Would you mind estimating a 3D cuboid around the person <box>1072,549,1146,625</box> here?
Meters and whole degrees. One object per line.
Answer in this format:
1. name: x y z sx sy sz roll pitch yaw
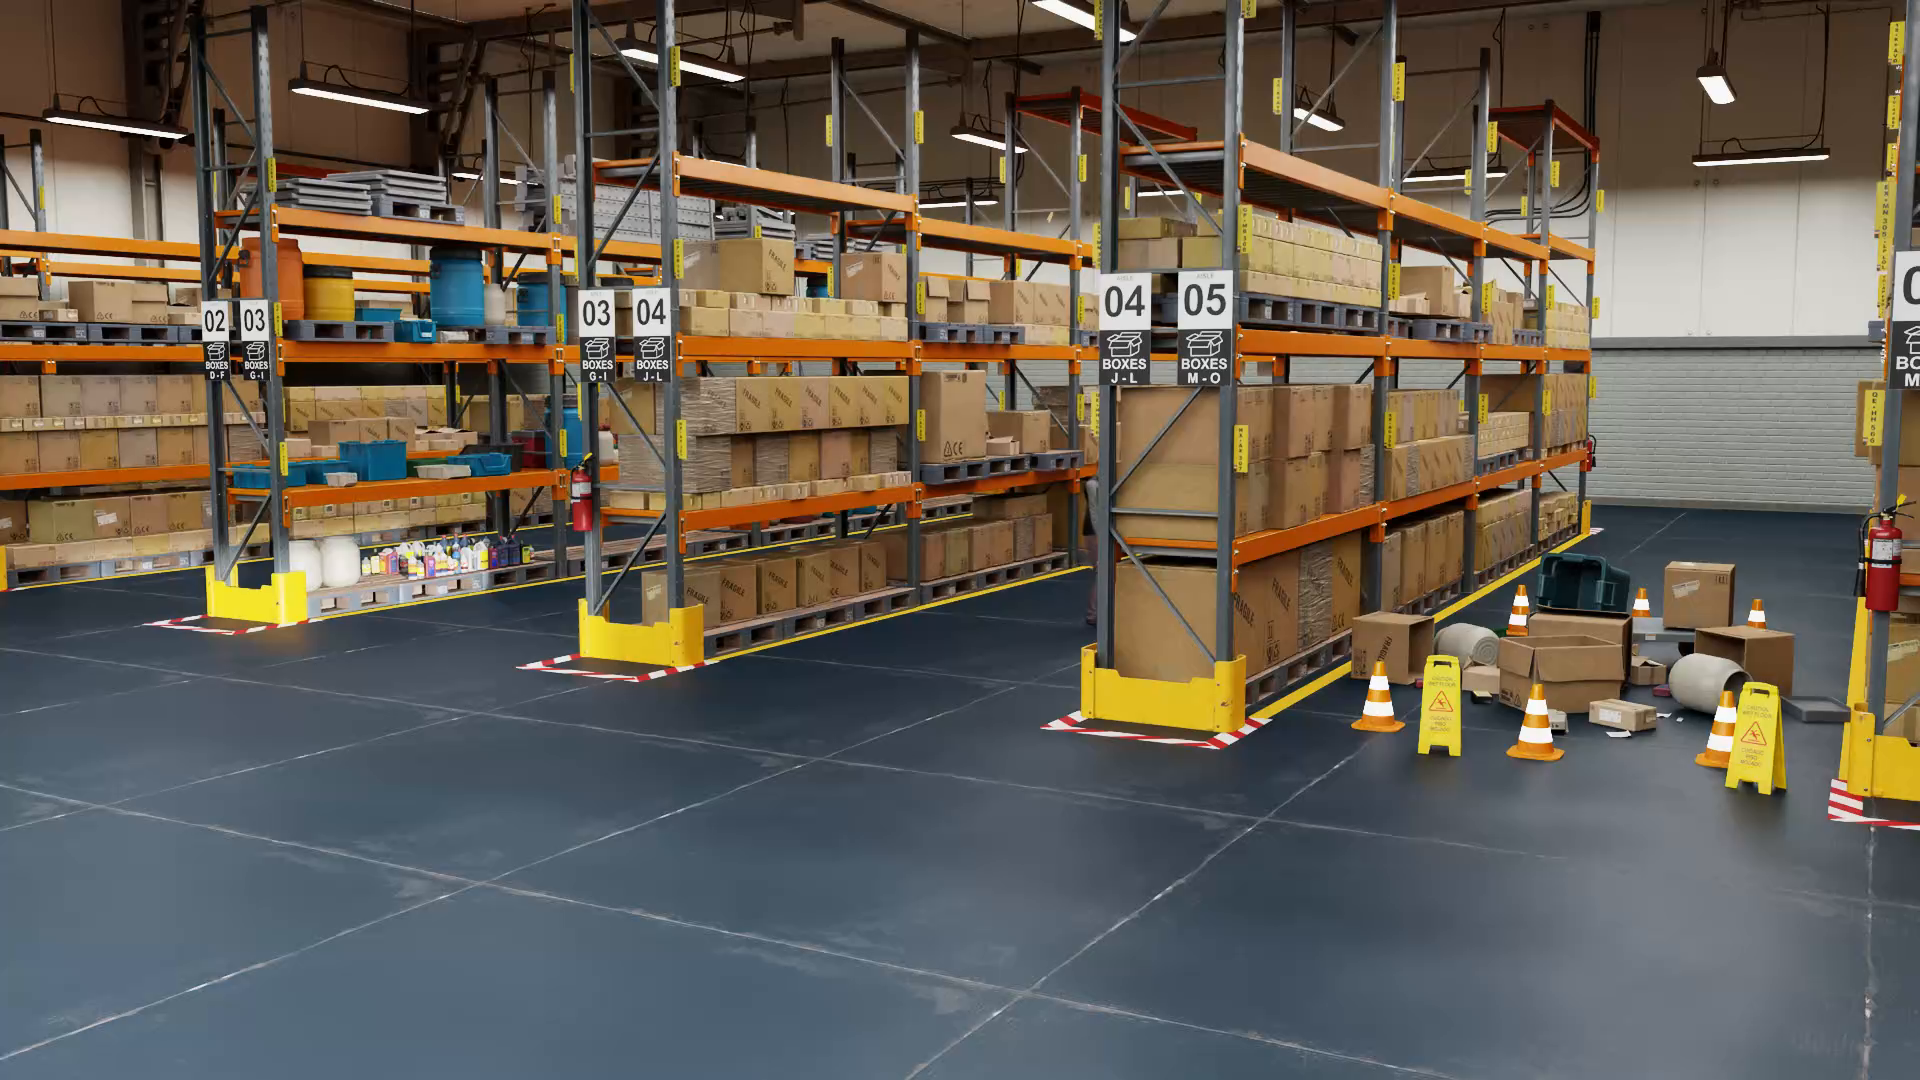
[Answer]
1. person: 1.587 0.466 16.445 0.939 0.790 0.506 3 7 27
